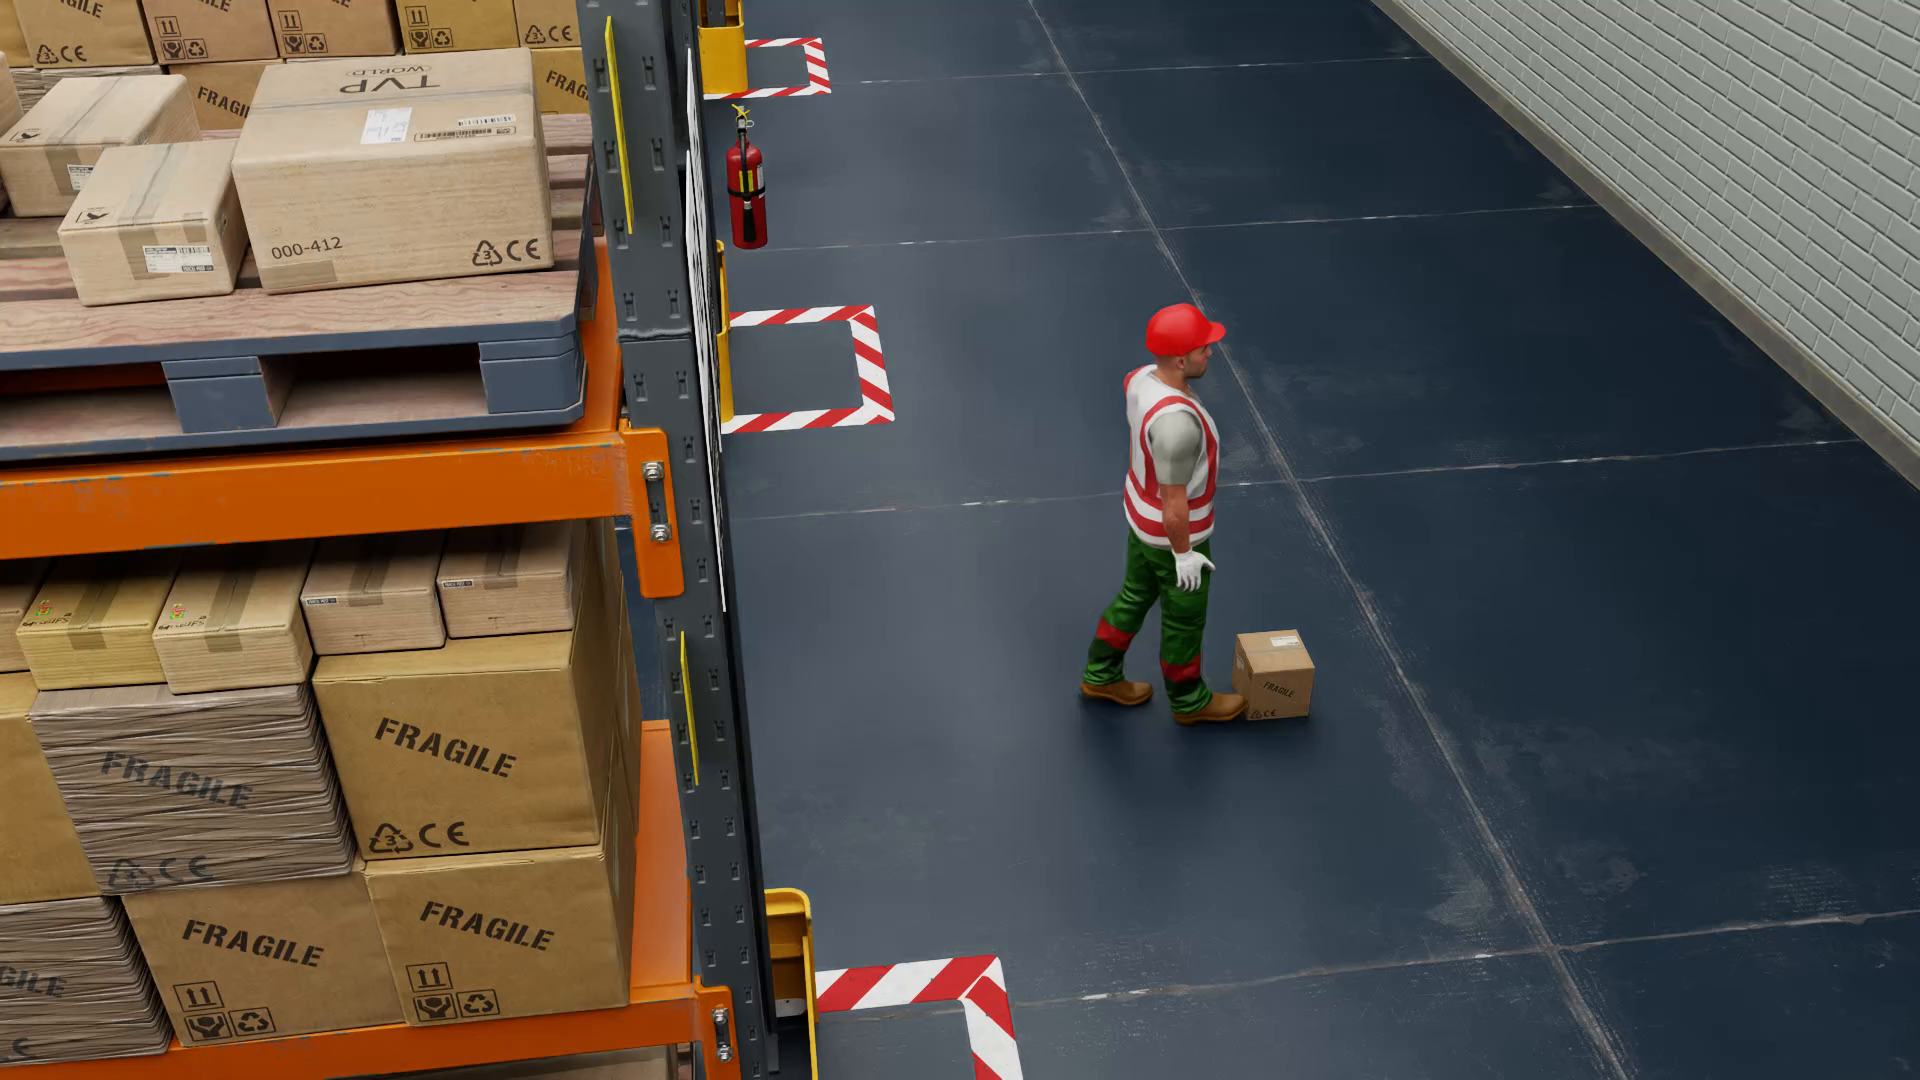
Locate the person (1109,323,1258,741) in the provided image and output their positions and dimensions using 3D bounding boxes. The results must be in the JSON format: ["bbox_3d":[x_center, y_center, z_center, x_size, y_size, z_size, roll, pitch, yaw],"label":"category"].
[{"bbox_3d":[0.809,-0.036,6.245,0.496,1.712,0.551,-4,35,-5],"label":"person"}]
